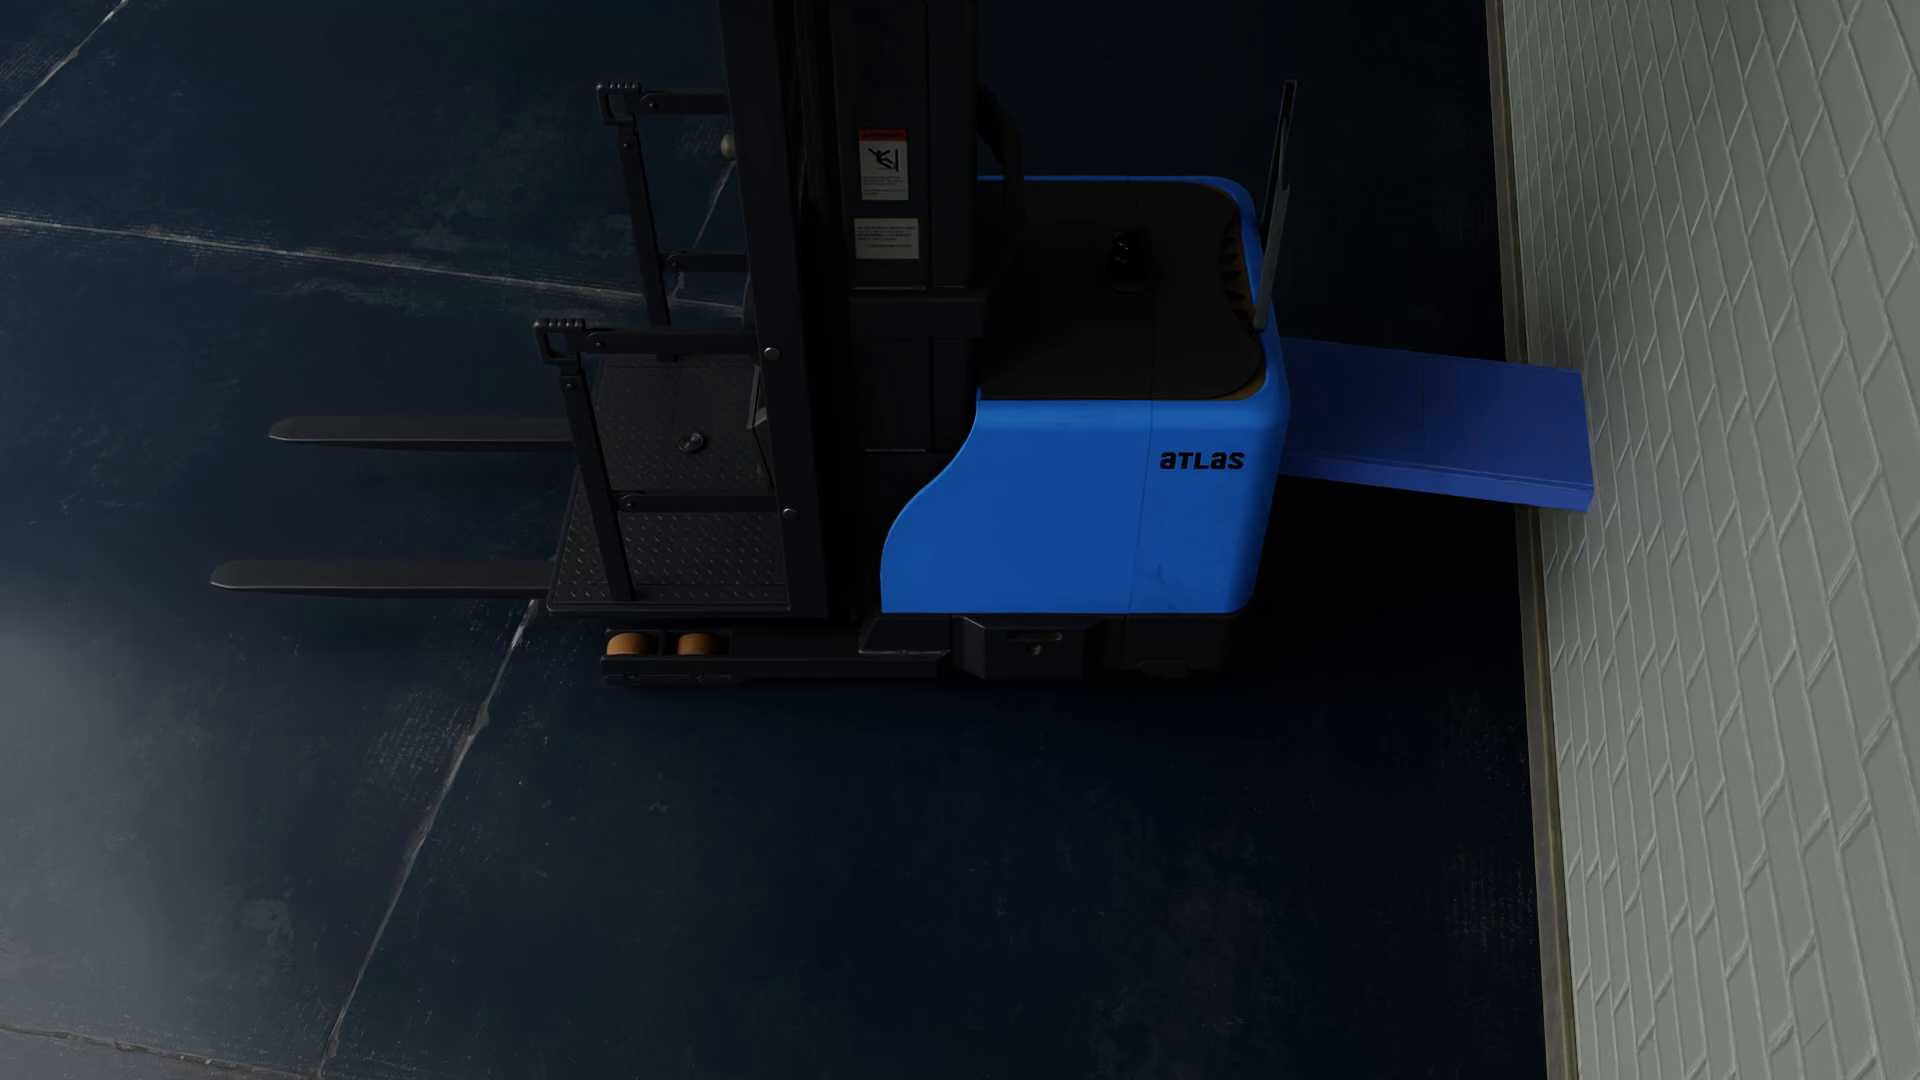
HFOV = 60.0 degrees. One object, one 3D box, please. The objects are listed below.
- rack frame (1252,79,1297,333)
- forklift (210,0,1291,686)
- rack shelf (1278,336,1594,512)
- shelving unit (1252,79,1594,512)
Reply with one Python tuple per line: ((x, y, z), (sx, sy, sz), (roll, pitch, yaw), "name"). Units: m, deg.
((0.812, -0.502, 4.689), (0.032, 1.500, 0.500), (7, 48, 7), "rack frame")
((-0.670, -0.949, 4.132), (3.031, 2.935, 1.130), (0, 48, 0), "forklift")
((1.312, -0.314, 4.763), (1.000, 0.185, 0.538), (7, 48, 7), "rack shelf")
((1.312, -0.437, 4.631), (1.048, 1.500, 0.538), (7, 48, 7), "shelving unit")
